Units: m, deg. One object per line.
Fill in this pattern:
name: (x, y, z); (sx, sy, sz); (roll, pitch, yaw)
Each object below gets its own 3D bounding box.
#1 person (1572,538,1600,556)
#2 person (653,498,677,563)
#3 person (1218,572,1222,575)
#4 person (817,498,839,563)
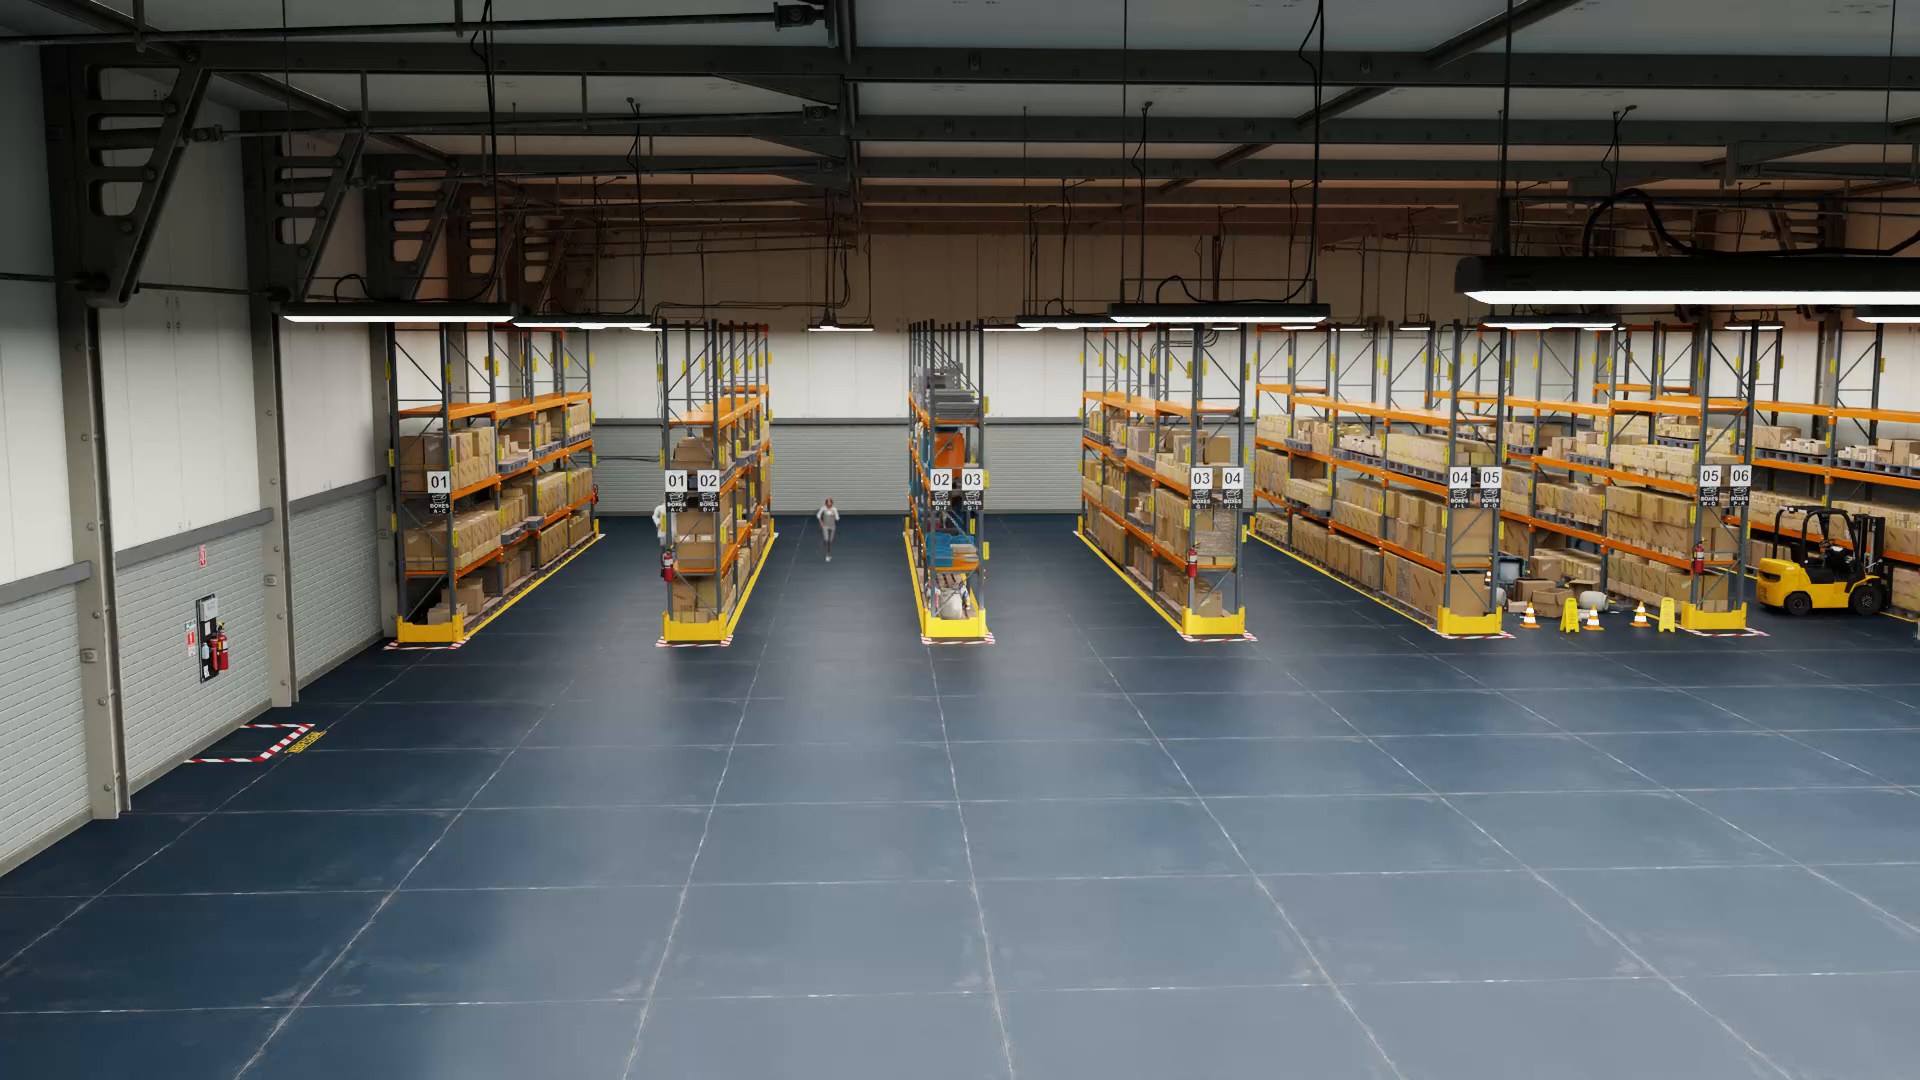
person: (16.200, -0.341, 42.927); (0.496, 1.553, 0.901); (-2, 7, -18)
person: (-7.271, -0.238, 41.298); (0.690, 1.721, 0.616); (-1, 7, -11)
person: (6.156, -0.101, 40.057); (0.684, 1.847, 0.930); (0, 7, -3)
person: (-3.315, -0.244, 42.026); (0.528, 1.620, 0.743); (-2, 7, -14)
